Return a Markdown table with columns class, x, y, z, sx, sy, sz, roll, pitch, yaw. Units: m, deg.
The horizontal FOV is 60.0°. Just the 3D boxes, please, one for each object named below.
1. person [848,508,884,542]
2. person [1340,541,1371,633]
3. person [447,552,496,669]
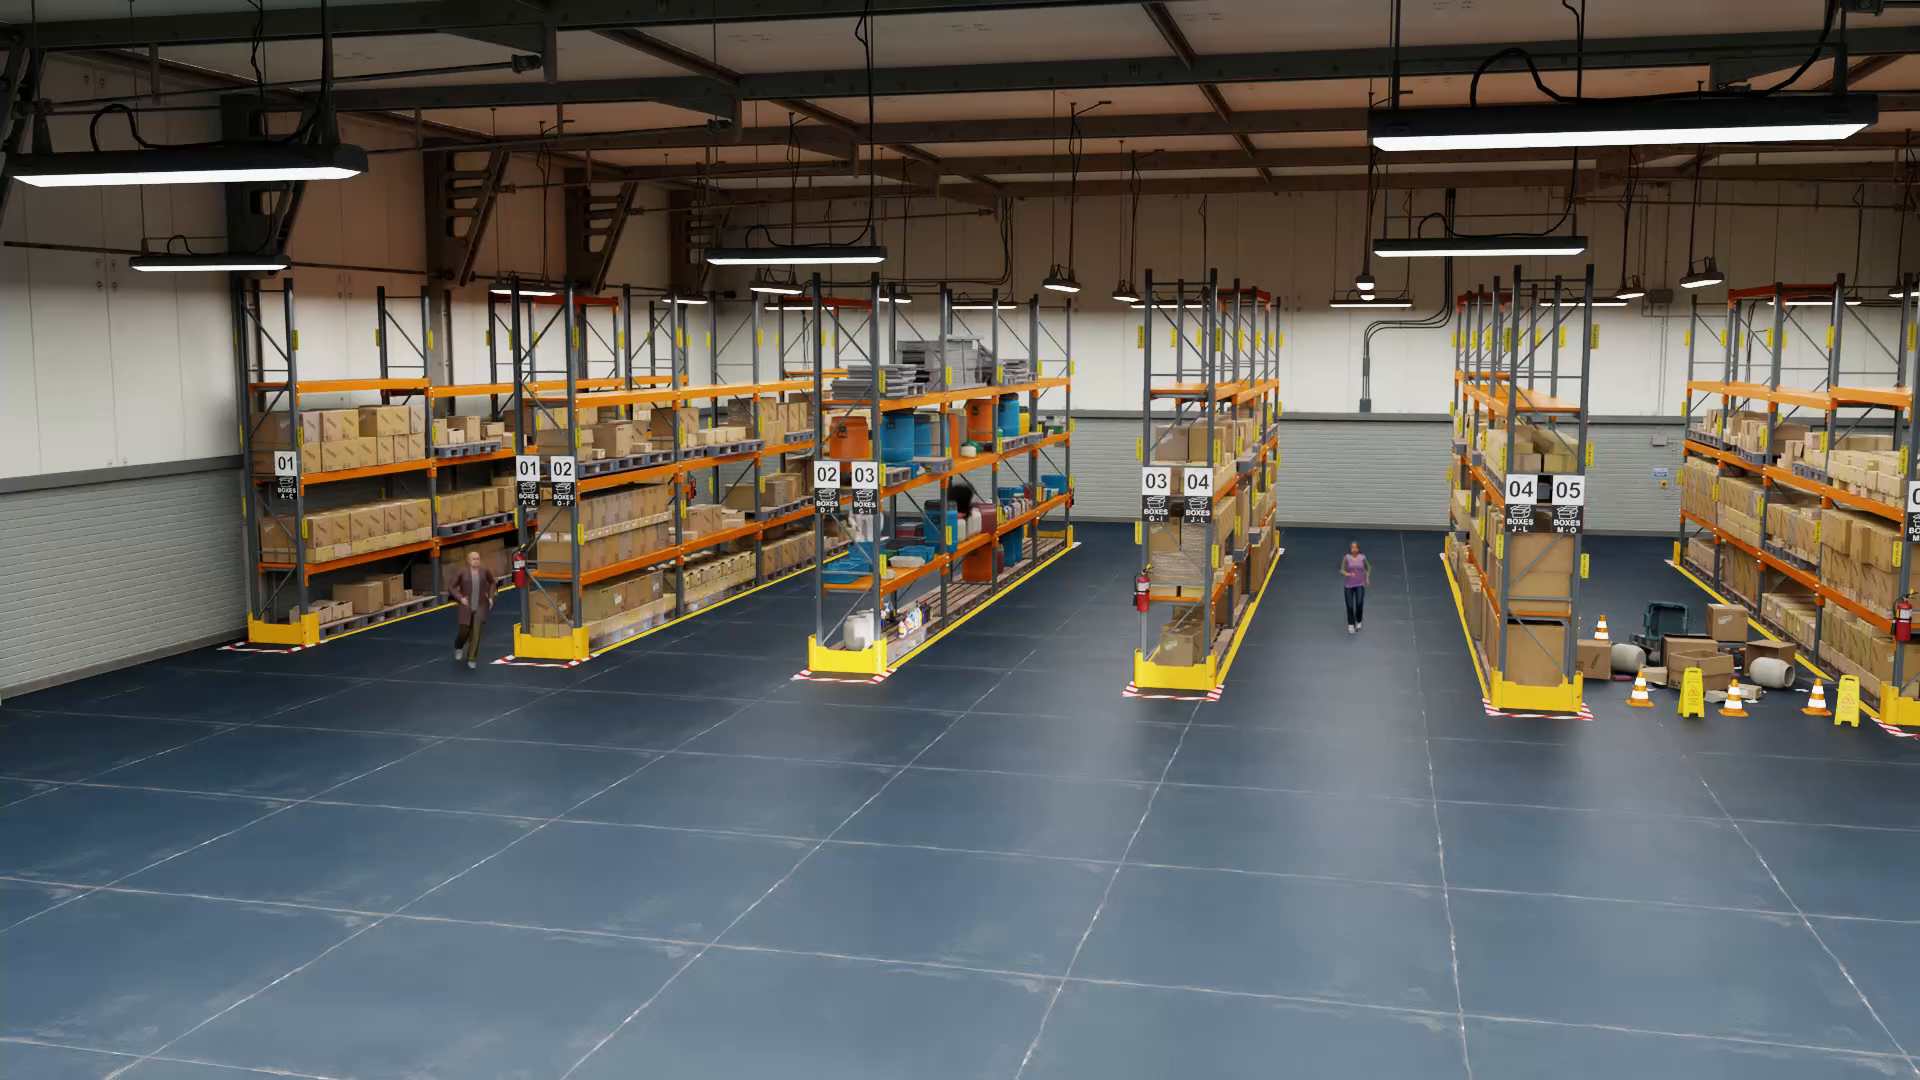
| class | x | y | z | sx | sy | sz | roll | pitch | yaw |
| --- | --- | --- | --- | --- | --- | --- | --- | --- | --- |
| person | -1.914 | -0.147 | 34.092 | 0.704 | 1.610 | 0.796 | 1 | 7 | 12 |
| person | 6.748 | 0.805 | 28.406 | 0.512 | 1.570 | 0.636 | 1 | 7 | 12 |
| person | -7.527 | 1.055 | 25.719 | 0.762 | 1.761 | 0.907 | -4 | 8 | -30 |
